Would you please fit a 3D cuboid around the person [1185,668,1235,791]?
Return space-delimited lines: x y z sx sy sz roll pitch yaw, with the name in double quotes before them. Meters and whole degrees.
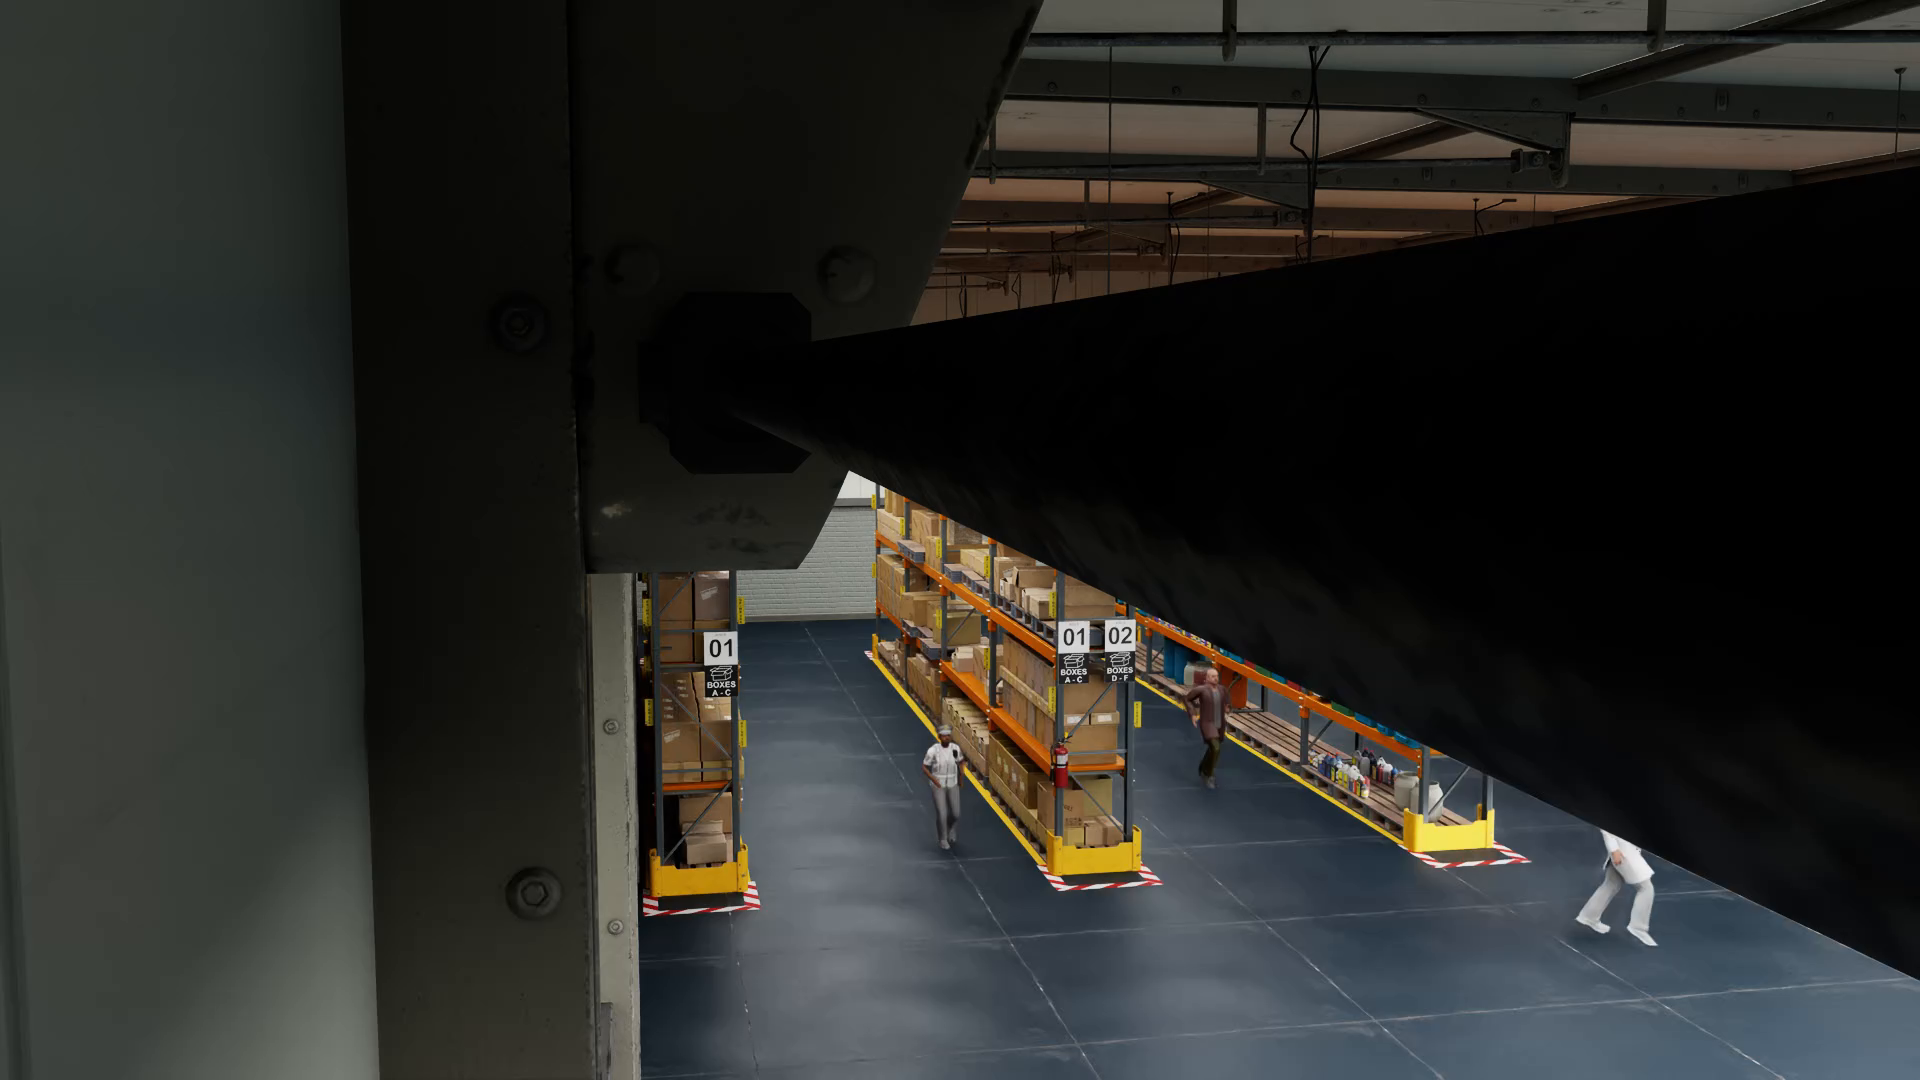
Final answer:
"person" 3.844 2.863 25.237 0.669 1.845 0.827 -3 7 -28

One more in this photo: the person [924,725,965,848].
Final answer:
"person" -0.179 3.255 21.911 0.591 1.658 0.561 -1 6 -13

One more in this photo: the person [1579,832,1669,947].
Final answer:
"person" 7.381 3.548 18.392 0.955 1.834 0.671 2 6 15
